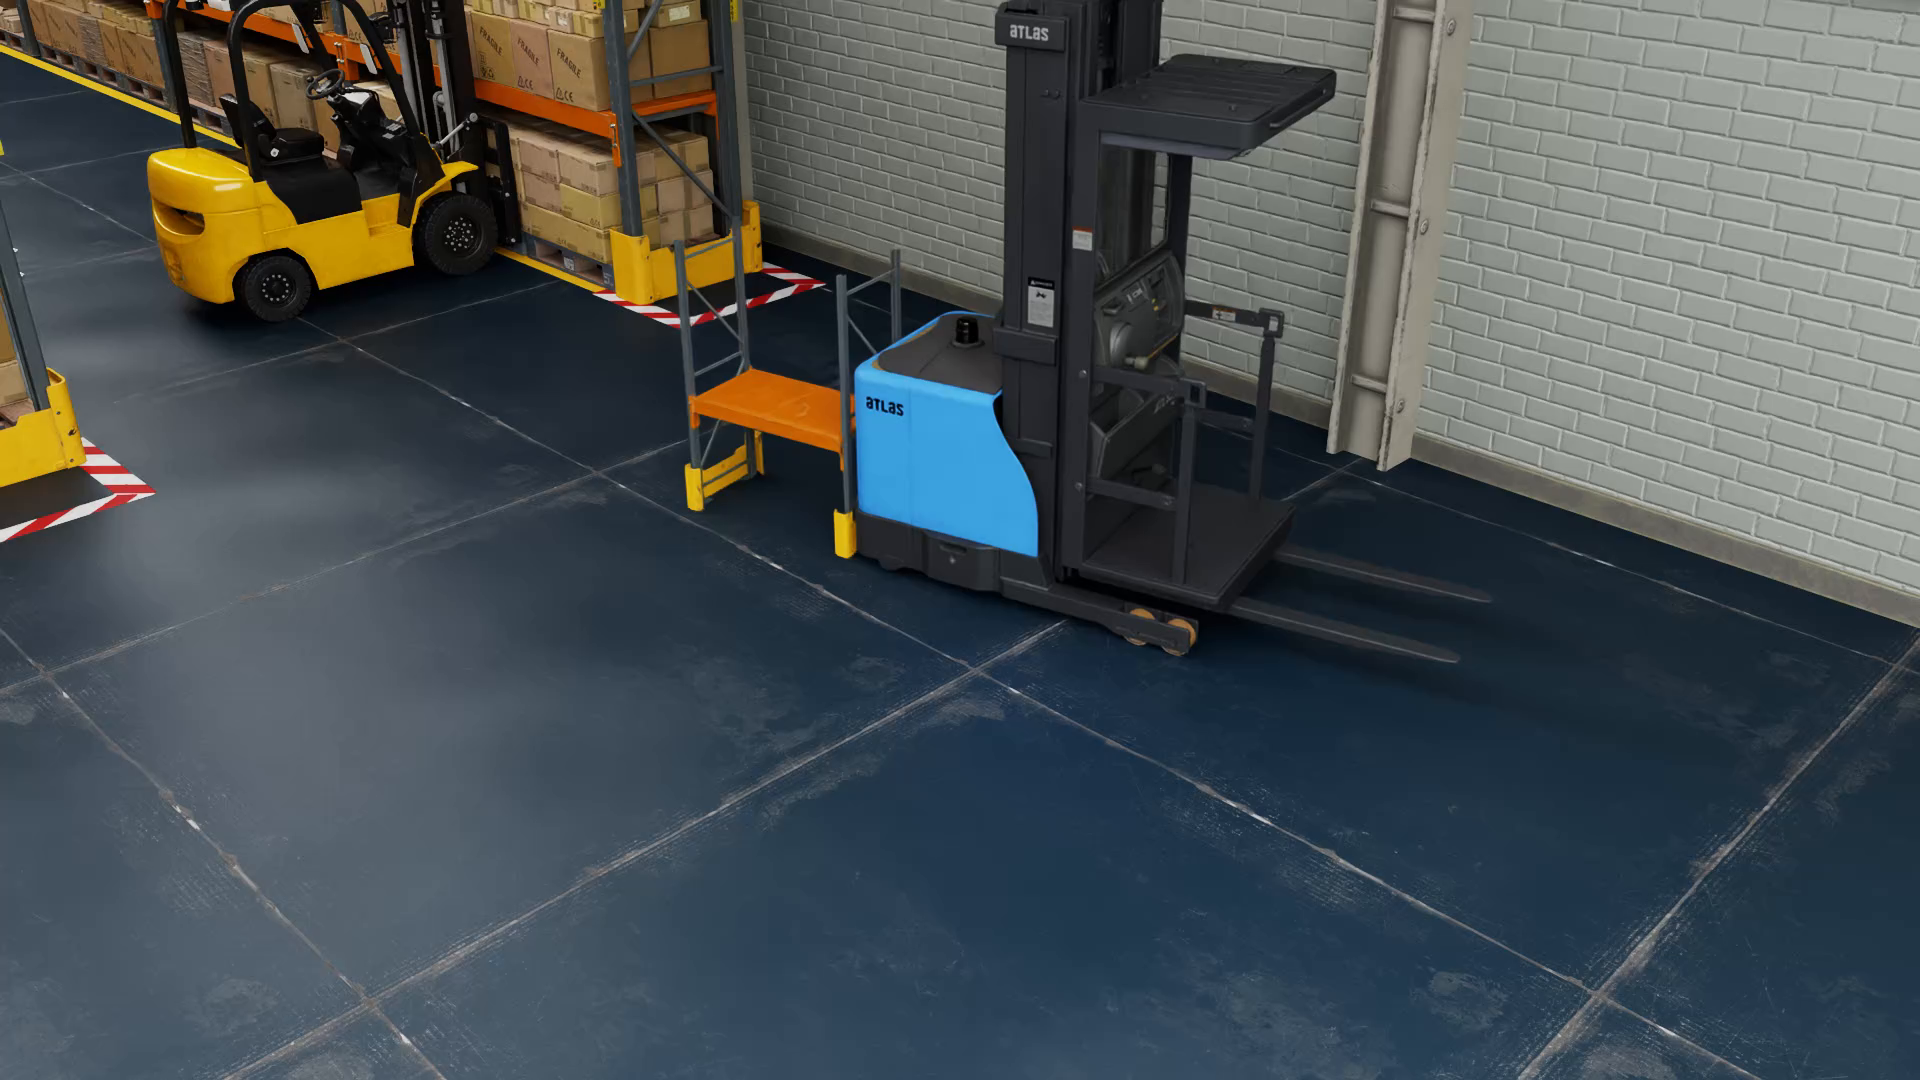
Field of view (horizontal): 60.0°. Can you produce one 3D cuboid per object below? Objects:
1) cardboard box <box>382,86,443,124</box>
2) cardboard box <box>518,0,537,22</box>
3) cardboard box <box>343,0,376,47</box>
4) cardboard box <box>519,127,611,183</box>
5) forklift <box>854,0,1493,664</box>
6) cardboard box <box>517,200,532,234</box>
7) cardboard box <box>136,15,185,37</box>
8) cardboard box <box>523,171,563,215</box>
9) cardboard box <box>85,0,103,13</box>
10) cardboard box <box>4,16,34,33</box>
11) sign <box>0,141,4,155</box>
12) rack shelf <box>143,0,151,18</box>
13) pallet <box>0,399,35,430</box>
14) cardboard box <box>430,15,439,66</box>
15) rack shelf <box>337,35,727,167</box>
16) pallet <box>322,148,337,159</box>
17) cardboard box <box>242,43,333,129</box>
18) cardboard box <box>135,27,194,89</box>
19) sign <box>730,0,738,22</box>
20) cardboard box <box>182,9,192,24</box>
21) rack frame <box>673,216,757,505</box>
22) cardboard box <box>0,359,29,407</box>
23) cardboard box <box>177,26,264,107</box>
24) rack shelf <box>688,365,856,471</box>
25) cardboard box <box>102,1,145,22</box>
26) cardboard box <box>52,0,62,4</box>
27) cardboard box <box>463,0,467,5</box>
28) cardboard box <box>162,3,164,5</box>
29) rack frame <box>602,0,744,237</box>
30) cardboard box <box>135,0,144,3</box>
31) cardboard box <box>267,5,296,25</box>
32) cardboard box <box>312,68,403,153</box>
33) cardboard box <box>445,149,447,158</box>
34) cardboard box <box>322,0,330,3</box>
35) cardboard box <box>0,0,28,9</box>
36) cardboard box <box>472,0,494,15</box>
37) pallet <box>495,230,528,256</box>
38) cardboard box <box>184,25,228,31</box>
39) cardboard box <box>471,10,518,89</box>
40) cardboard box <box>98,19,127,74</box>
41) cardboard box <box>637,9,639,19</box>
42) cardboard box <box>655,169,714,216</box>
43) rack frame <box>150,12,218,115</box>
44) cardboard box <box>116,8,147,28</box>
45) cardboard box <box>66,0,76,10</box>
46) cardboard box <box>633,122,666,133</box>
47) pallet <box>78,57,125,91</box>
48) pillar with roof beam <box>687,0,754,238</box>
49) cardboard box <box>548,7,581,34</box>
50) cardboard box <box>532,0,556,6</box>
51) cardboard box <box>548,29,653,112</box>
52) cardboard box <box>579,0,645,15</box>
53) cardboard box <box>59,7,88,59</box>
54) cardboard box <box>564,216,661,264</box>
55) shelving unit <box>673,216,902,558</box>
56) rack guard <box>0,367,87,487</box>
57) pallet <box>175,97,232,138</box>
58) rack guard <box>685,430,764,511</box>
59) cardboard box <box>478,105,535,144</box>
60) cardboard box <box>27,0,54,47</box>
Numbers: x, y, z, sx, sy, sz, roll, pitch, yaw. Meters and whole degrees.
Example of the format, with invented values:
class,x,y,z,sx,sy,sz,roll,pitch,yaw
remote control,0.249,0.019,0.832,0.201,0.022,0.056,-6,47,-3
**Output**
class,x,y,z,sx,sy,sz,roll,pitch,yaw
cardboard box,-4.395,-3.549,13.705,0.500,0.250,0.500,25,36,38
cardboard box,-2.982,-3.879,12.100,0.250,0.149,0.380,24,36,38
cardboard box,-4.744,-4.382,13.754,0.500,0.500,0.500,23,36,37
cardboard box,-2.940,-2.887,12.447,0.500,0.250,0.500,-25,36,-38
forklift,1.009,-1.043,7.585,3.031,2.935,1.130,15,31,26
cardboard box,-3.280,-2.613,13.000,0.500,0.250,0.500,-25,37,-39
cardboard box,-8.259,-5.318,17.179,0.250,0.149,0.380,23,35,36
cardboard box,-2.941,-2.677,12.584,0.500,0.250,0.500,24,36,38
cardboard box,-9.325,-5.857,18.204,0.250,0.149,0.380,25,37,39
cardboard box,-11.185,-6.188,19.908,0.250,0.149,0.380,23,36,37
sign,-5.122,-2.179,8.741,0.005,0.325,0.100,25,36,38
rack shelf,-9.156,-6.209,18.108,4.000,0.370,1.077,25,36,38
pallet,-6.111,-0.683,9.823,1.213,0.211,1.003,25,36,38
cardboard box,-3.999,-4.053,13.128,0.500,0.500,0.500,24,36,38
rack shelf,-3.451,-3.599,13.144,4.000,0.370,1.077,25,36,38
pallet,-5.430,-3.563,15.299,1.213,0.211,1.003,25,36,38
cardboard box,-6.343,-4.371,15.941,0.625,0.625,0.875,23,35,36
cardboard box,-8.182,-5.021,17.310,0.500,0.500,0.500,-24,36,-38
sign,-1.631,-3.865,11.862,0.005,0.325,0.100,25,36,38
cardboard box,-8.053,-5.610,17.735,0.380,0.149,0.250,-24,36,-38
rack frame,-1.302,-0.942,8.931,0.032,1.500,0.500,17,32,28
cardboard box,-5.884,-0.940,9.817,0.500,0.250,0.500,24,36,38
cardboard box,-7.294,-4.801,16.759,0.875,0.625,0.625,-24,36,-38
rack shelf,-0.874,-0.656,8.773,1.000,0.185,0.538,17,32,28
cardboard box,-8.967,-5.680,17.867,0.250,0.149,0.380,24,36,38
cardboard box,-10.070,-6.196,18.849,0.250,0.149,0.380,22,35,36
cardboard box,-3.746,-4.198,12.707,0.250,0.149,0.380,24,36,37
cardboard box,-8.416,-5.785,18.066,0.250,0.149,0.380,23,35,36
rack frame,-2.025,-3.264,11.735,0.127,3.000,1.000,25,36,38
cardboard box,-8.842,-5.919,18.322,0.250,0.149,0.380,25,37,39
cardboard box,-5.782,-4.743,14.708,0.500,0.250,0.500,24,36,38
cardboard box,-5.257,-3.871,14.989,0.875,0.625,0.625,-23,36,-37
cardboard box,-4.038,-3.168,13.518,0.500,0.250,0.500,24,36,38
cardboard box,-5.407,-4.800,14.279,0.500,0.250,0.500,24,36,37
cardboard box,-11.742,-6.703,20.509,0.500,0.500,0.700,23,35,37
cardboard box,-3.400,-4.026,12.380,0.250,0.149,0.380,25,37,39
pallet,-3.465,-2.664,13.589,1.213,0.211,1.003,25,36,38
cardboard box,-7.833,-5.185,17.622,0.500,0.500,0.500,-24,36,-37
cardboard box,-3.289,-3.722,12.497,0.500,0.500,0.500,24,36,37
cardboard box,-8.906,-5.357,17.950,0.500,0.500,0.500,-23,36,-37
cardboard box,-2.306,-3.852,12.048,0.250,0.149,0.380,25,36,38
cardboard box,-2.215,-2.677,12.584,0.500,0.250,0.500,-25,36,-38
rack frame,-7.729,-5.875,16.699,0.127,3.000,1.000,25,36,38
cardboard box,-8.632,-5.498,17.520,0.250,0.149,0.380,23,36,37
cardboard box,-9.713,-6.018,18.509,0.250,0.149,0.380,24,36,38
cardboard box,-2.594,-3.057,12.770,0.500,0.250,0.500,25,36,38
pallet,-9.101,-5.295,18.593,1.213,0.211,1.003,25,36,38
pillar with roof beam,-4.908,-5.017,8.623,0.400,9.000,9.100,25,36,38
cardboard box,-2.672,-3.689,11.739,0.380,0.149,0.250,-25,36,-38
cardboard box,-2.831,-3.921,11.860,0.380,0.149,0.250,-24,36,-38
cardboard box,-2.560,-3.382,11.852,0.500,0.500,0.500,24,36,37
cardboard box,-2.428,-3.774,11.581,0.250,0.149,0.380,25,36,38
cardboard box,-9.655,-5.692,18.587,0.500,0.500,0.500,23,36,37
cardboard box,-2.581,-2.282,12.370,0.500,0.250,0.500,25,37,39
shelving unit,-0.881,-0.817,8.693,1.083,1.500,0.587,17,32,28
rack guard,-5.556,-0.534,9.229,0.348,0.500,1.175,25,36,38
pallet,-7.170,-4.359,16.813,1.213,0.211,1.003,25,36,38
rack guard,-1.301,-0.389,9.221,0.087,0.250,0.587,17,32,28
cardboard box,-3.663,-3.216,13.073,0.500,0.250,0.500,24,36,37
cardboard box,-10.395,-6.027,19.223,0.500,0.500,0.500,-23,36,-37
